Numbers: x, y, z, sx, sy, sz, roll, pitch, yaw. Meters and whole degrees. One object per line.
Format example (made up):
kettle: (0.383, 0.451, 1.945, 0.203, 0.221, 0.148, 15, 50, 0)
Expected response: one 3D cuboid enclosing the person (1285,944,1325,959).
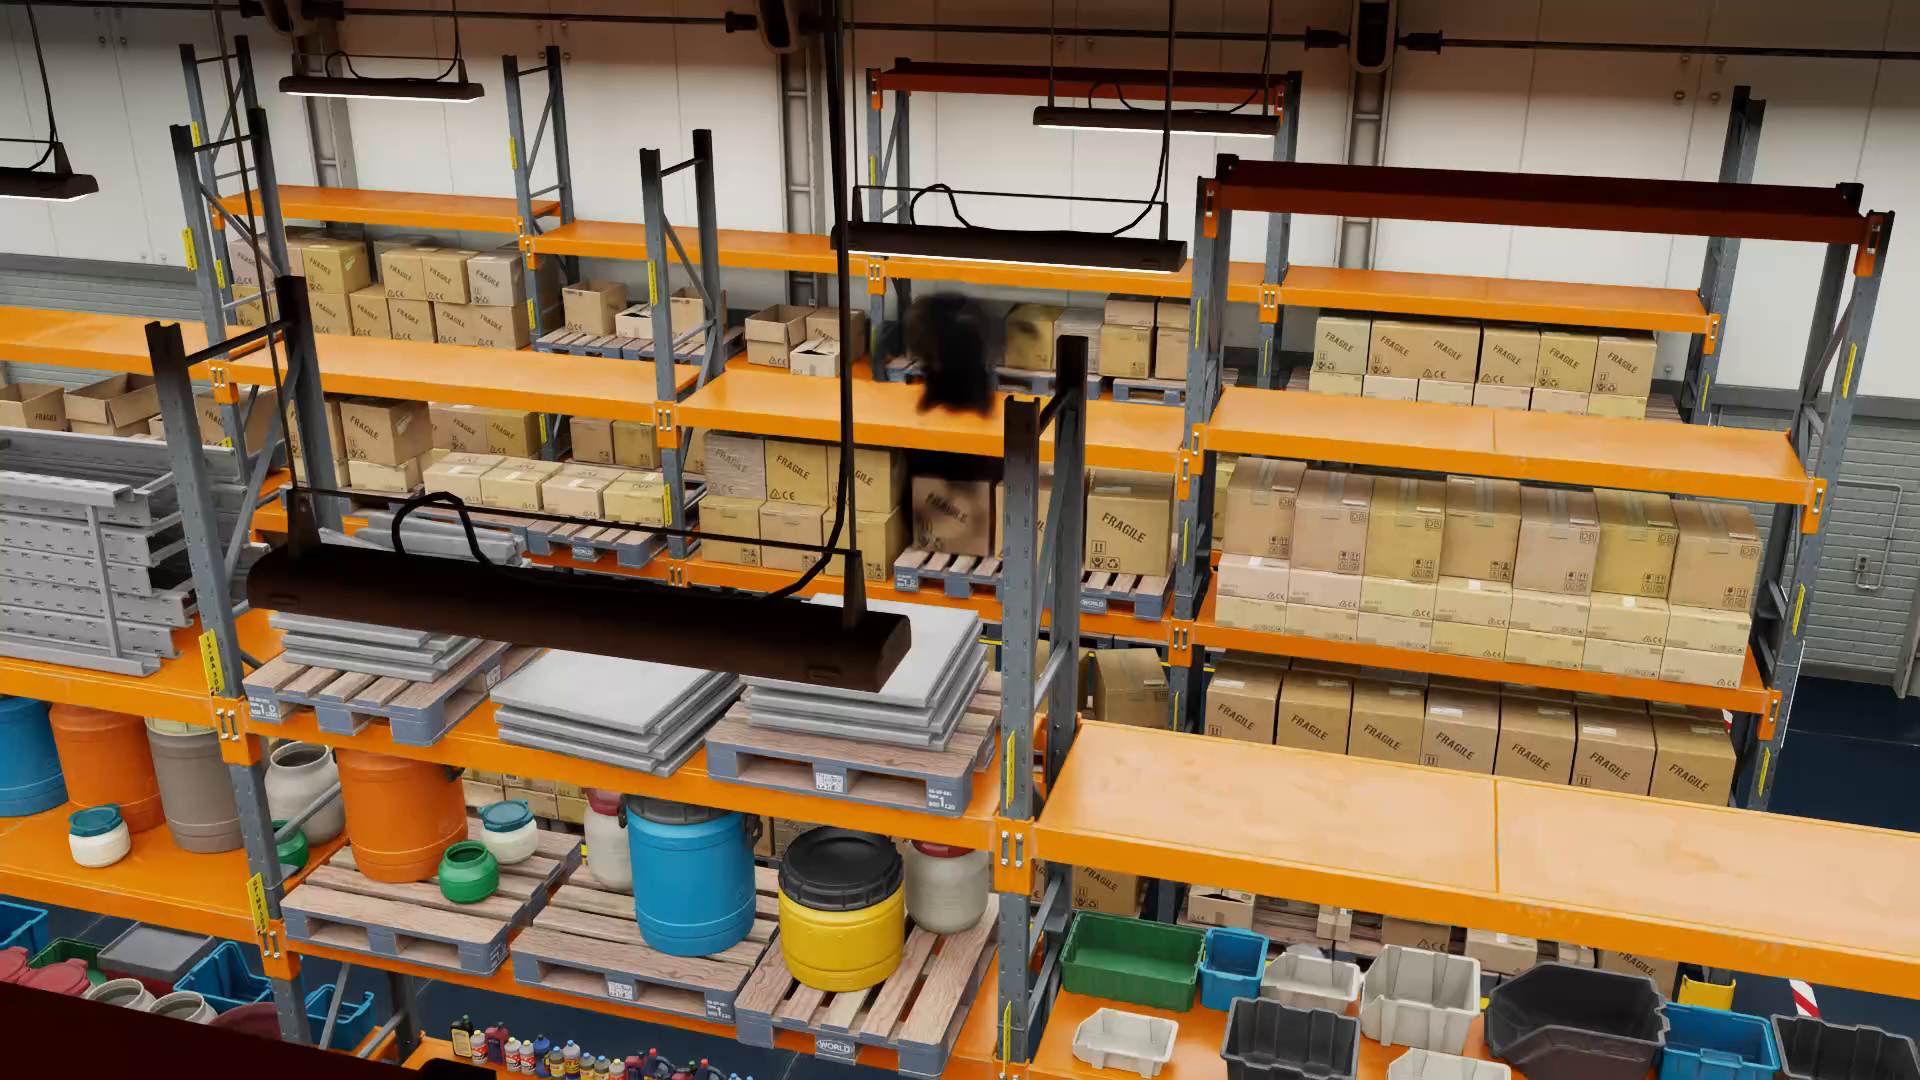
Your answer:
person: (2.530, 3.312, 10.782, 1.031, 1.462, 0.517, 9, 24, 21)
